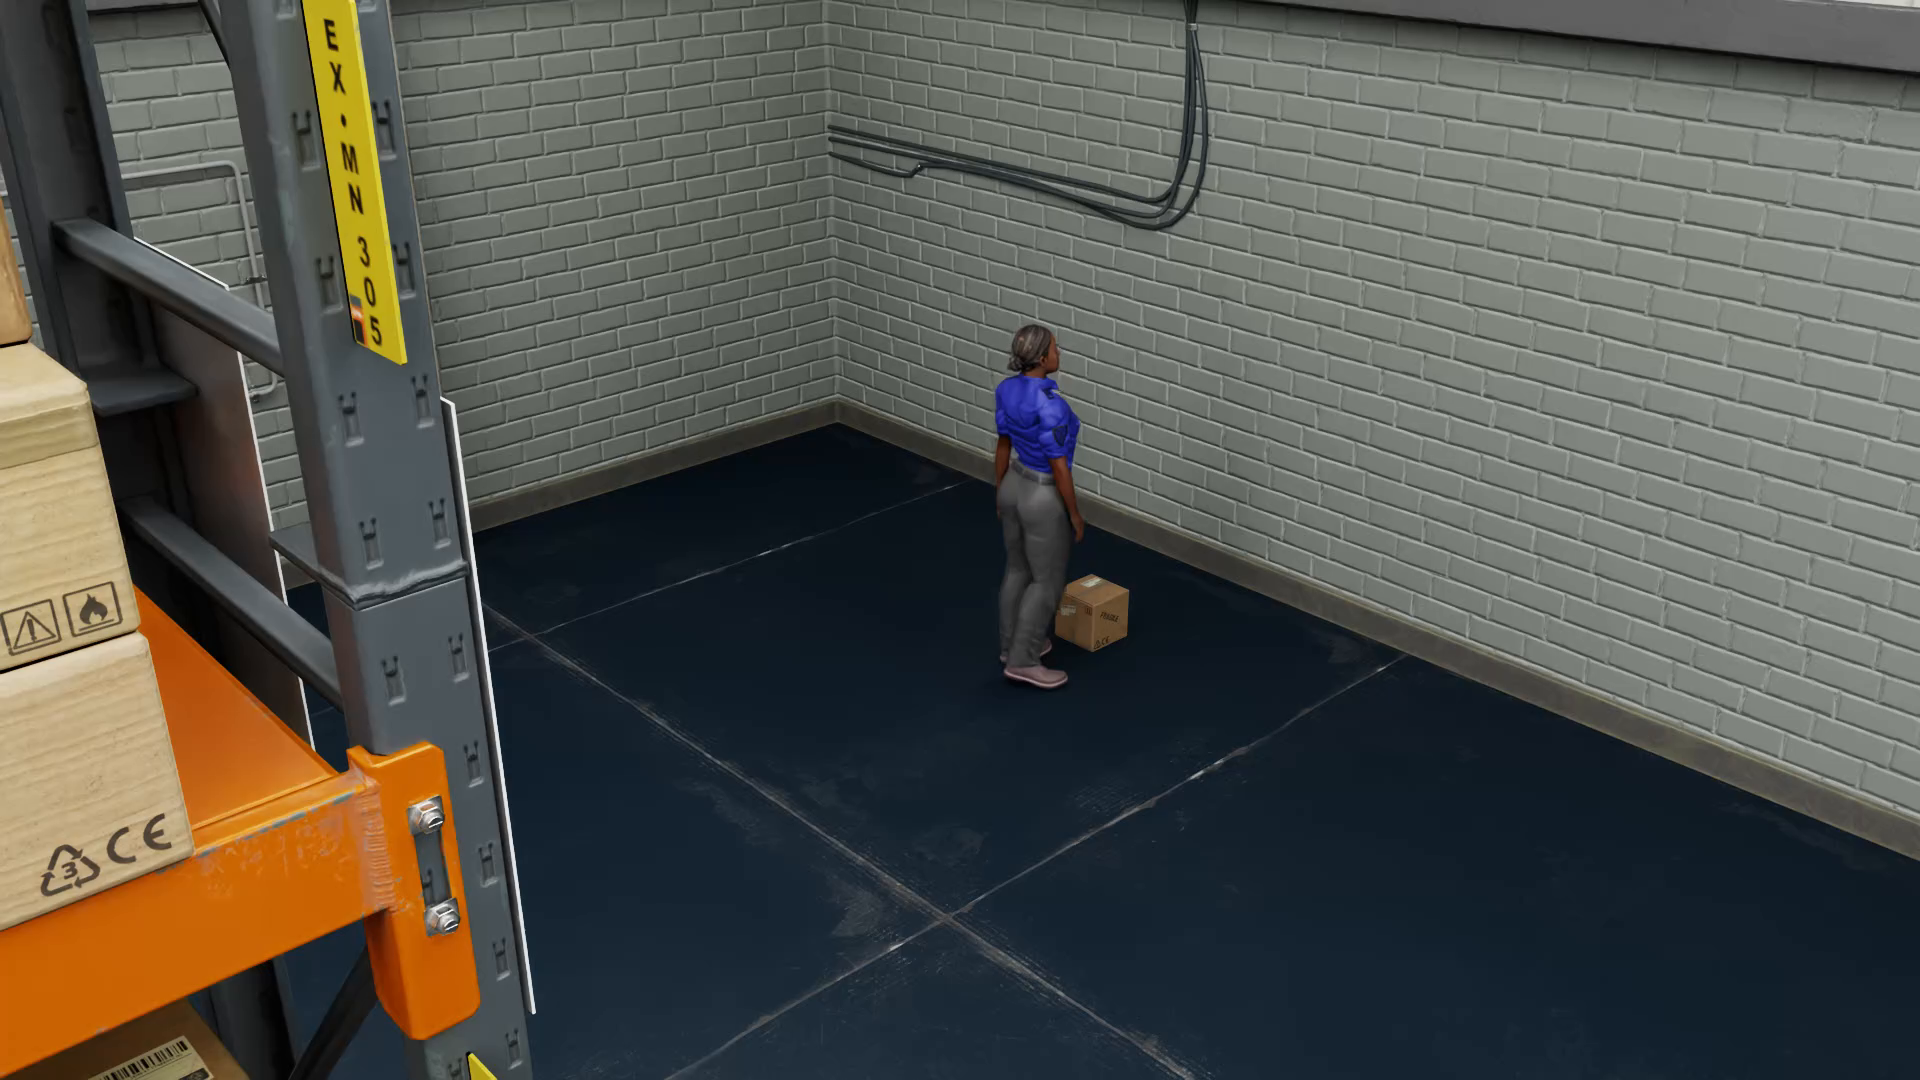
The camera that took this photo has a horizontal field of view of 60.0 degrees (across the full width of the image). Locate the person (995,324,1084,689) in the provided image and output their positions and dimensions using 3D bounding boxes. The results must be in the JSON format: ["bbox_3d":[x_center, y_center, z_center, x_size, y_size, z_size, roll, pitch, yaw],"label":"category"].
[{"bbox_3d":[0.332,-0.158,7.420,0.376,1.660,0.474,-15,29,-30],"label":"person"}]
